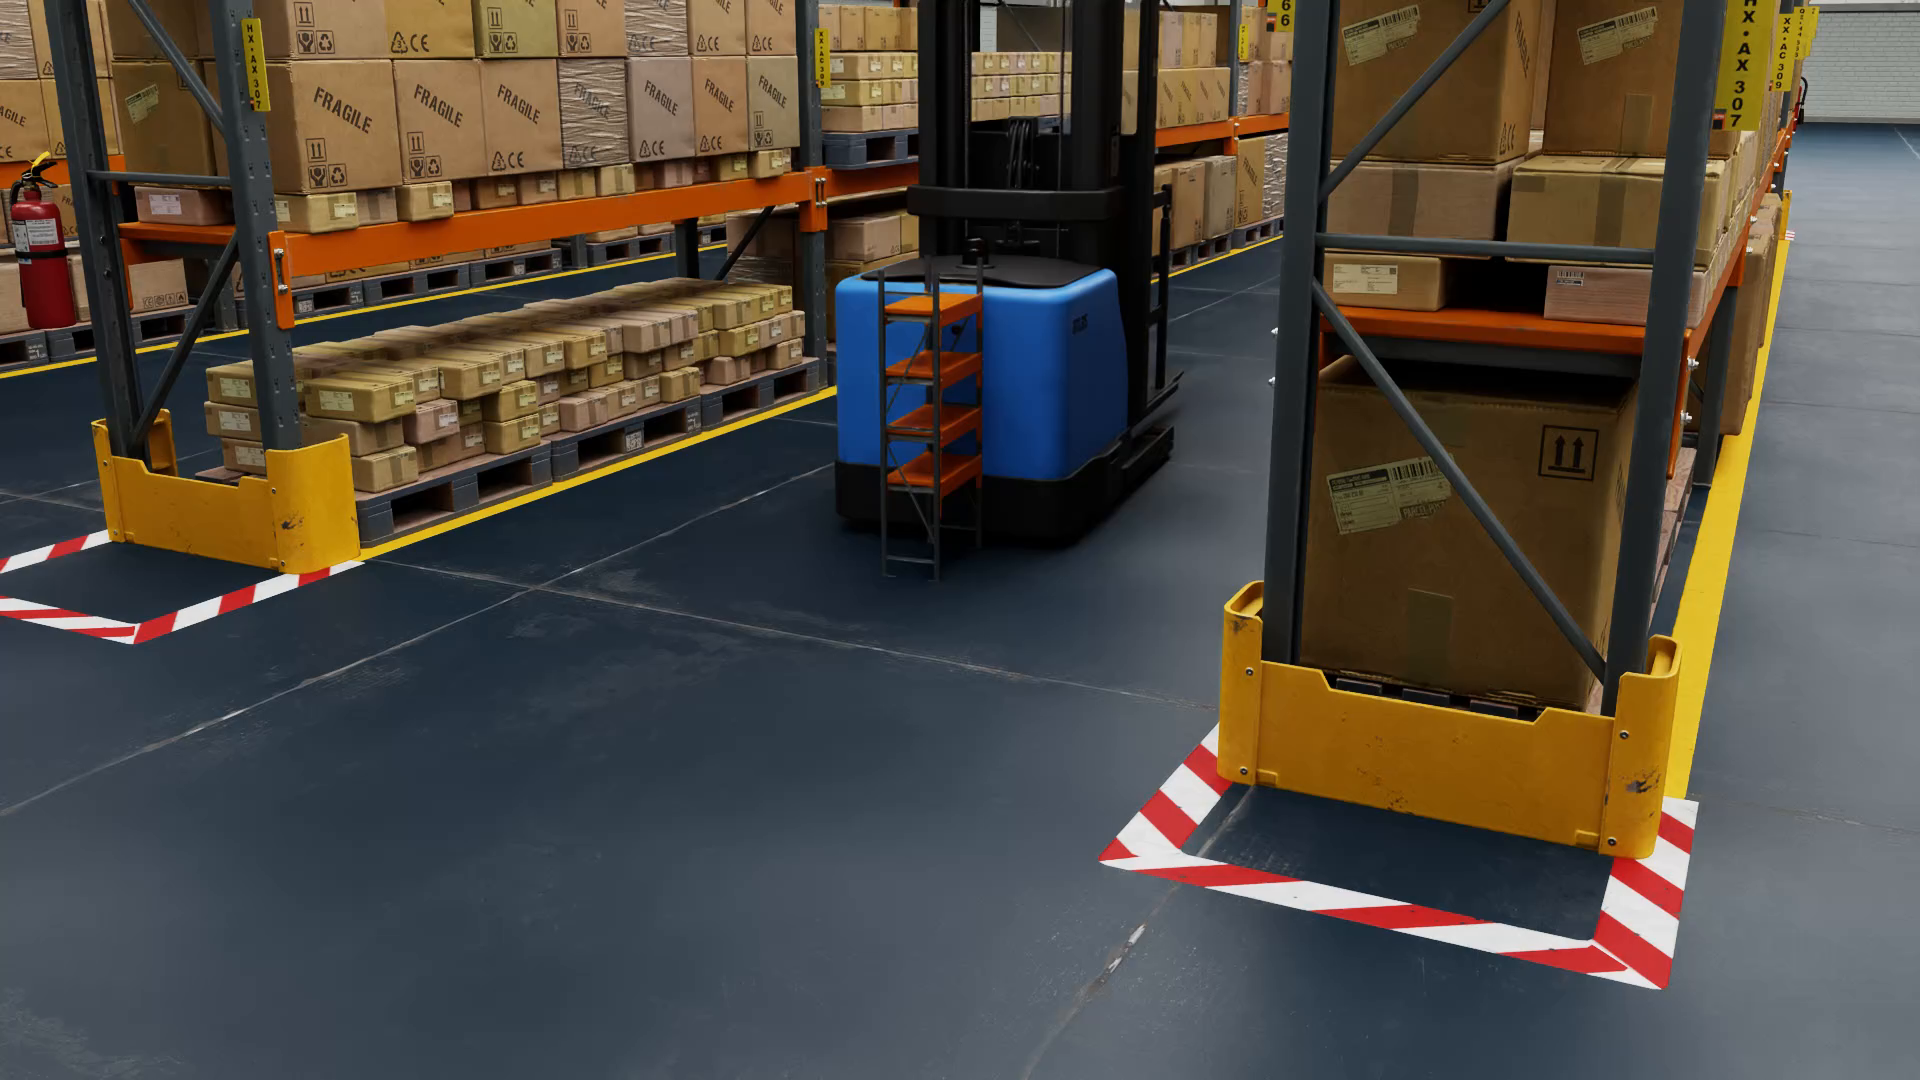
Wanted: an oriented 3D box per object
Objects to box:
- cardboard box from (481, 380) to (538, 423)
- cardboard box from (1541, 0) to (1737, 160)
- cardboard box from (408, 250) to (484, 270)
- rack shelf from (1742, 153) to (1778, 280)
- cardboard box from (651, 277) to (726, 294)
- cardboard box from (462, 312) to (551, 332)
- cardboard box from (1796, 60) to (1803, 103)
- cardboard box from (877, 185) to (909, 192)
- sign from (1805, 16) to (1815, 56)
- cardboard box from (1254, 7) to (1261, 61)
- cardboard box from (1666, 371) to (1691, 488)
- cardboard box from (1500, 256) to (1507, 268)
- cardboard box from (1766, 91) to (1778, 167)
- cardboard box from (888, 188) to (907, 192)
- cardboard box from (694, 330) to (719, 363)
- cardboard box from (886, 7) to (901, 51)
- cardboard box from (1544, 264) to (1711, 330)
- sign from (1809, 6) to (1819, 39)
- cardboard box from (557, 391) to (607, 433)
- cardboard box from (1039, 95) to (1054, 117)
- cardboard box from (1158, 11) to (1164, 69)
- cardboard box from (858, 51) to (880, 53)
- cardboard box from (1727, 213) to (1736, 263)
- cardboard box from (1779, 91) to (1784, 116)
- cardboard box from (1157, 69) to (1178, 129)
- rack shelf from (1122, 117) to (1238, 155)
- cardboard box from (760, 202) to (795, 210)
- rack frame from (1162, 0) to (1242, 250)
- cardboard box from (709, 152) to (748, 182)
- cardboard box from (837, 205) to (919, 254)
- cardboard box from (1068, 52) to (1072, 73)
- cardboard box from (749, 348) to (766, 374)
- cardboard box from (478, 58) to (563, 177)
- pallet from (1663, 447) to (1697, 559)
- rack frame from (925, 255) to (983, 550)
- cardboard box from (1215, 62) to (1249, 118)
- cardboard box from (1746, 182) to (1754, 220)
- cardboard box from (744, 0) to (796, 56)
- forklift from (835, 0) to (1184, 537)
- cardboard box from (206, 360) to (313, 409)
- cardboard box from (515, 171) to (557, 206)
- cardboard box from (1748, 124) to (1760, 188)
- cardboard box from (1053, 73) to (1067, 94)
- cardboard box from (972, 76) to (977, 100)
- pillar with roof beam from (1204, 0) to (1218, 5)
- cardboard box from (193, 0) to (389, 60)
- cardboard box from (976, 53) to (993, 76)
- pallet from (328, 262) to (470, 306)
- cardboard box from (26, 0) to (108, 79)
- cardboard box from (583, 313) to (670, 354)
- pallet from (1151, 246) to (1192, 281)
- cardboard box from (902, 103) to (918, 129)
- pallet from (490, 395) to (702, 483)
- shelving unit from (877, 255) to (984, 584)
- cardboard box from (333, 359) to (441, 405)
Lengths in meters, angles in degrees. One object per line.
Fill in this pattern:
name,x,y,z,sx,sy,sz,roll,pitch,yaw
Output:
cardboard box,-2.188,-0.658,7.720,0.380,0.149,0.250,9,19,27
cardboard box,2.005,-1.381,4.830,0.500,0.500,0.500,8,18,24
cardboard box,-4.751,-2.825,14.262,0.875,0.875,0.875,8,18,26
rack shelf,4.006,-1.919,9.481,1.077,0.370,4.000,8,18,25
cardboard box,-1.619,-1.470,9.930,0.380,0.149,0.250,9,19,28
cardboard box,-2.340,-1.075,8.600,0.380,0.149,0.250,8,18,26
cardboard box,8.088,-4.723,16.958,0.875,0.500,0.500,8,18,25
cardboard box,-0.573,-3.999,18.281,0.500,0.500,0.500,8,18,25
sign,7.185,-4.278,14.125,0.100,0.325,0.005,8,18,25
cardboard box,2.632,-5.283,17.384,0.875,0.550,0.550,8,18,25
cardboard box,2.746,-0.779,7.375,0.875,0.875,0.875,8,18,25
cardboard box,1.645,-1.008,5.592,0.380,0.149,0.250,8,18,24
cardboard box,4.673,-2.538,10.125,0.500,0.500,0.500,8,18,25
cardboard box,-0.244,-2.519,12.572,0.500,0.250,0.500,8,18,25
cardboard box,-1.550,-1.076,9.125,0.380,0.149,0.250,8,18,26
cardboard box,-1.140,-6.204,20.188,0.700,0.500,0.500,8,18,25
cardboard box,1.779,-0.664,4.432,0.380,0.149,0.250,8,18,26
sign,8.962,-5.442,17.490,0.100,0.325,0.005,8,18,25
cardboard box,-1.968,-0.642,8.187,0.380,0.149,0.250,7,18,23
cardboard box,0.471,-3.198,12.228,0.380,0.149,0.250,8,19,26
cardboard box,1.397,-4.461,14.843,0.700,0.500,0.500,8,18,25
cardboard box,-1.293,-5.577,19.836,0.500,0.500,0.500,8,18,25
cardboard box,2.465,-1.056,5.752,0.380,0.149,0.250,8,18,24
cardboard box,5.854,-3.301,12.394,0.500,0.250,0.500,8,18,24
cardboard box,1.625,-3.943,14.856,0.500,0.500,0.500,8,18,25
rack shelf,1.401,-3.595,15.123,1.077,0.370,4.000,8,18,25
cardboard box,-2.411,-3.861,18.633,0.950,0.372,0.625,8,18,26
rack frame,2.295,-4.449,16.736,1.000,3.000,0.127,8,18,25
cardboard box,-1.388,-2.048,9.094,0.380,0.149,0.250,9,19,28
cardboard box,-0.477,-2.064,11.042,0.500,0.250,0.500,9,19,27
cardboard box,0.699,-3.613,12.580,0.380,0.149,0.250,7,18,23
cardboard box,-1.341,-1.047,9.552,0.380,0.149,0.250,9,19,27
cardboard box,-2.173,-1.925,7.539,0.500,0.500,0.500,8,18,26
pallet,2.703,-0.234,7.442,1.003,0.211,1.213,8,18,25
rack frame,-0.025,-0.549,6.766,0.240,1.200,0.015,6,18,19
cardboard box,2.449,-4.617,17.036,0.875,0.550,0.550,8,18,25
cardboard box,3.154,-1.449,7.076,0.380,0.149,0.250,8,19,26
cardboard box,-1.248,-2.927,9.157,0.500,0.500,0.500,7,18,23
forklift,0.445,-1.794,7.917,1.130,2.935,3.031,6,18,19
cardboard box,-3.057,-0.679,7.268,0.380,0.149,0.250,8,18,26
cardboard box,-2.112,-1.653,7.764,0.380,0.149,0.250,8,18,24
cardboard box,2.921,-1.547,6.707,0.500,0.250,0.500,9,19,27
cardboard box,0.577,-3.402,12.390,0.380,0.149,0.250,9,19,27
cardboard box,-0.110,-3.012,11.077,0.380,0.149,0.250,8,18,24
pillar with roof beam,11.306,-16.610,47.141,9.100,9.000,0.400,8,18,25
cardboard box,-2.629,-2.143,6.517,0.500,0.500,0.500,8,18,25
cardboard box,0.002,-3.218,11.249,0.380,0.149,0.250,9,19,27
pallet,-4.932,-2.197,14.050,1.003,0.211,1.213,8,18,25
cardboard box,-5.951,-3.259,10.797,0.500,0.500,0.500,8,18,25
cardboard box,-1.723,-1.066,8.570,0.380,0.149,0.250,7,18,23
pallet,1.474,-2.594,15.388,1.003,0.211,1.213,8,18,25
cardboard box,-0.458,-2.669,10.445,0.380,0.149,0.250,8,18,26
pallet,-2.092,-0.587,8.631,1.003,0.211,1.213,8,18,25
shelving unit,-0.108,-0.484,6.547,0.258,1.200,0.503,6,18,19
cardboard box,-2.513,-0.688,7.298,0.380,0.149,0.250,8,19,26
